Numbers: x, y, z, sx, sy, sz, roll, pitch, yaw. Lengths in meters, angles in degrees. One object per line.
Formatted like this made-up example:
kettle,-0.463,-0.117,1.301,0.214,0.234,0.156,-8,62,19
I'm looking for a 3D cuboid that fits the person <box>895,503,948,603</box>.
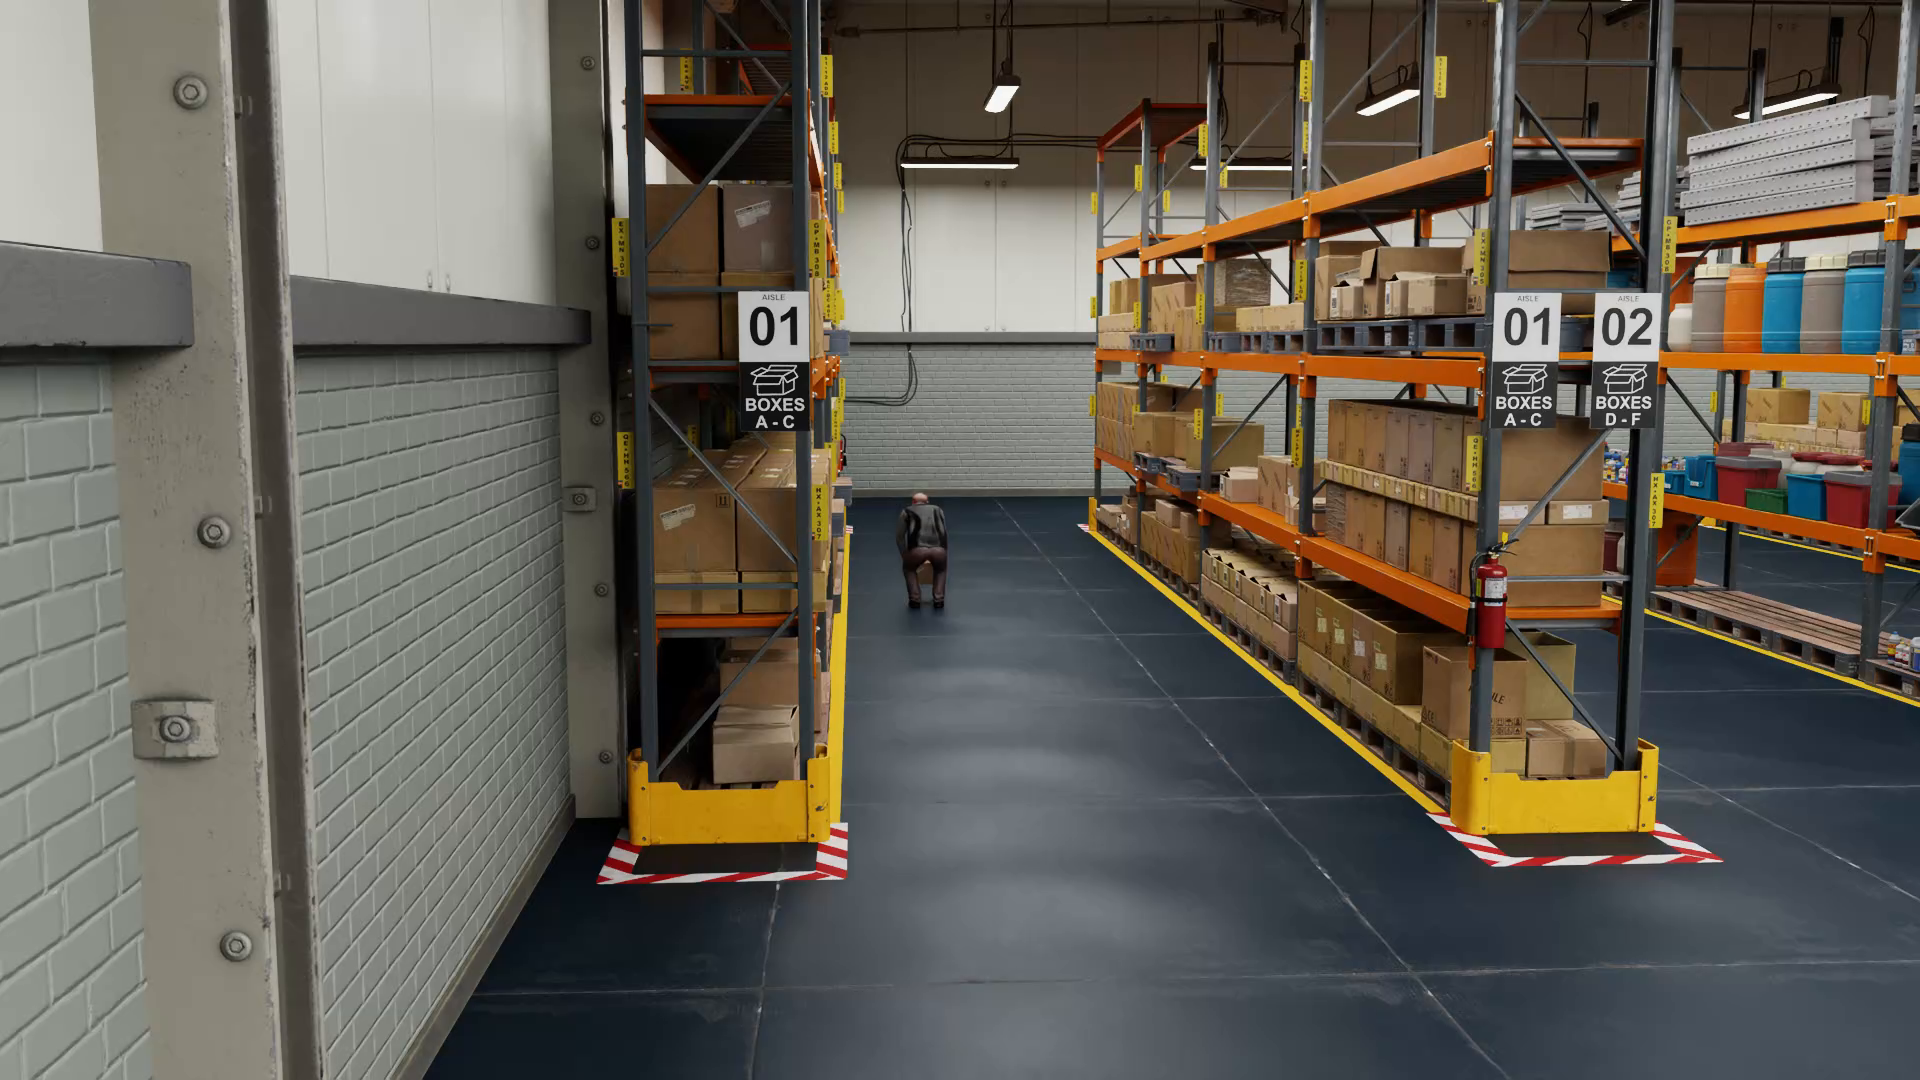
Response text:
person,-0.412,0.150,18.353,0.583,1.073,0.664,-1,7,-5
